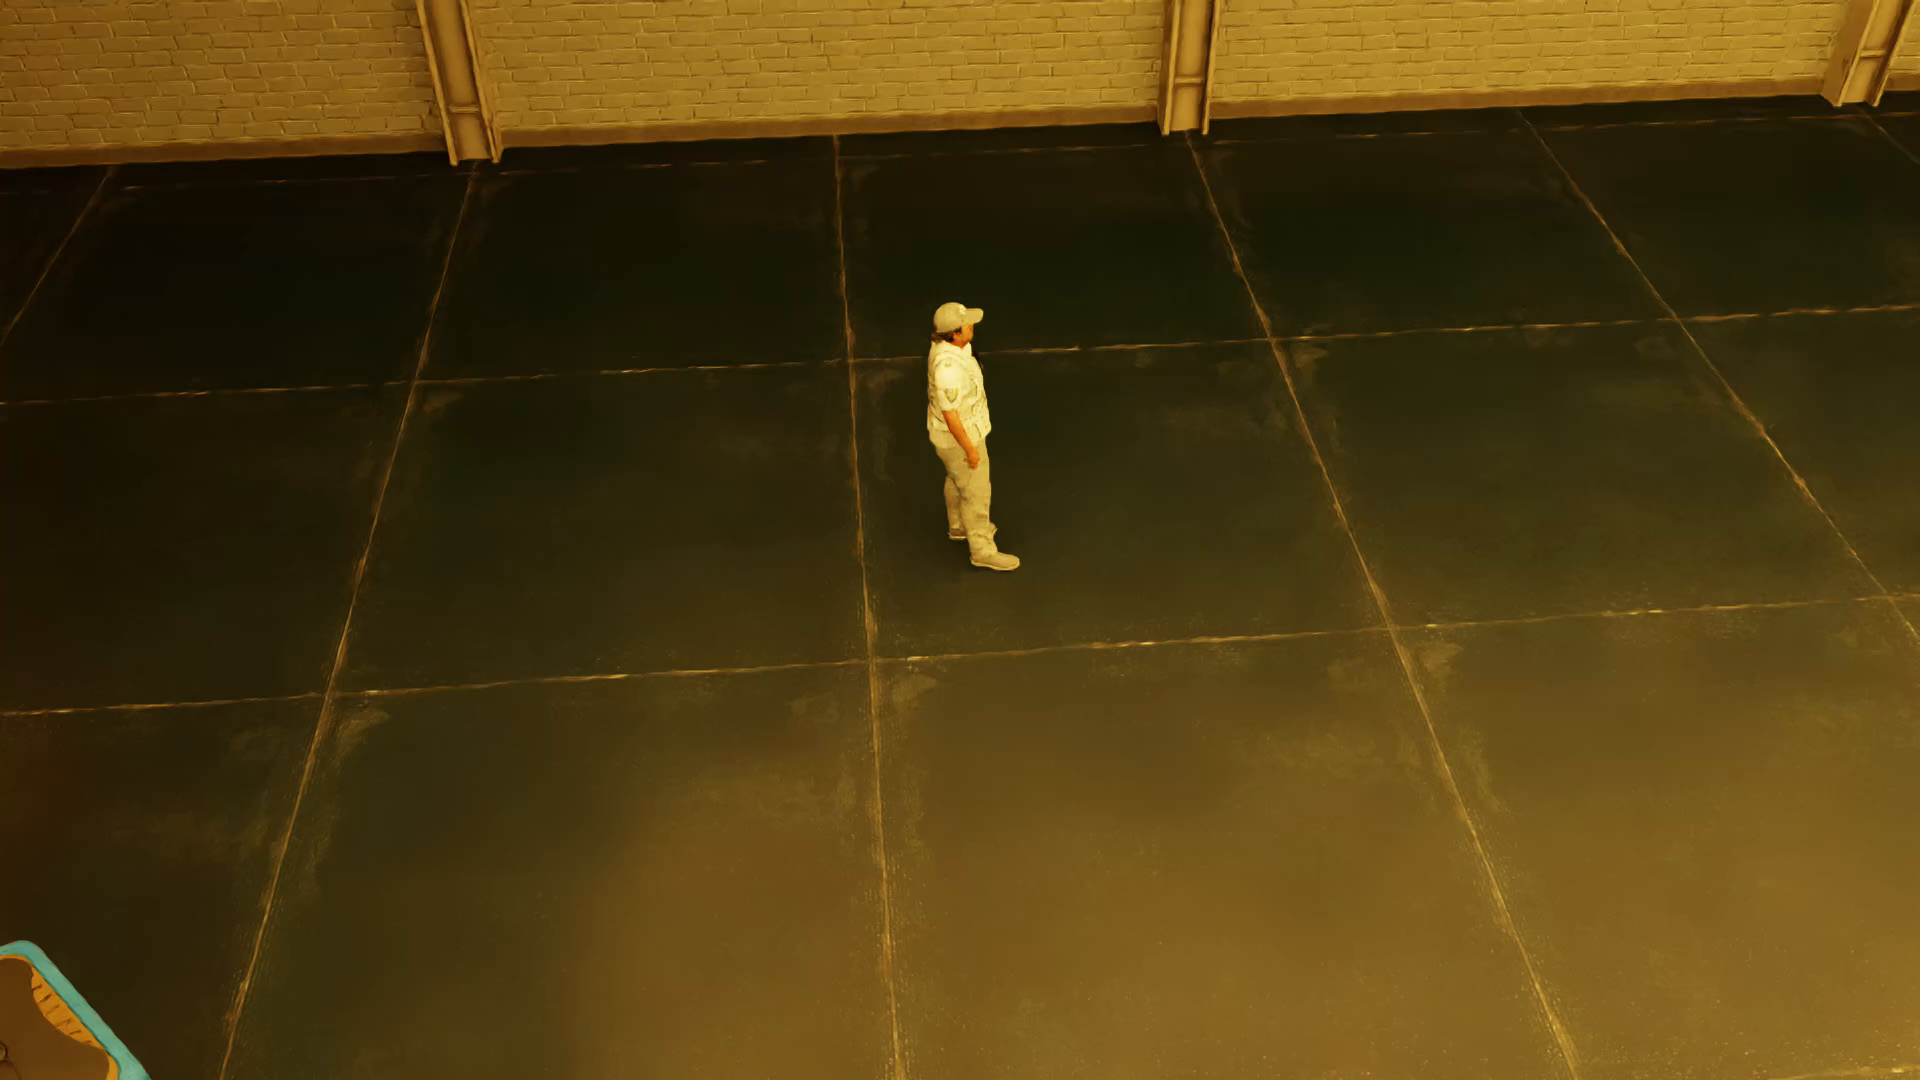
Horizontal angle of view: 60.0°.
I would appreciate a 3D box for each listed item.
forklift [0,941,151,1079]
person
[{"bbox_3d":[-4.386,2.217,5.346,1.130,2.935,3.031,29,49,30],"label":"forklift"},{"bbox_3d":[0.078,-0.629,9.634,0.529,1.669,0.598,-3,41,-4],"label":"person"}]
